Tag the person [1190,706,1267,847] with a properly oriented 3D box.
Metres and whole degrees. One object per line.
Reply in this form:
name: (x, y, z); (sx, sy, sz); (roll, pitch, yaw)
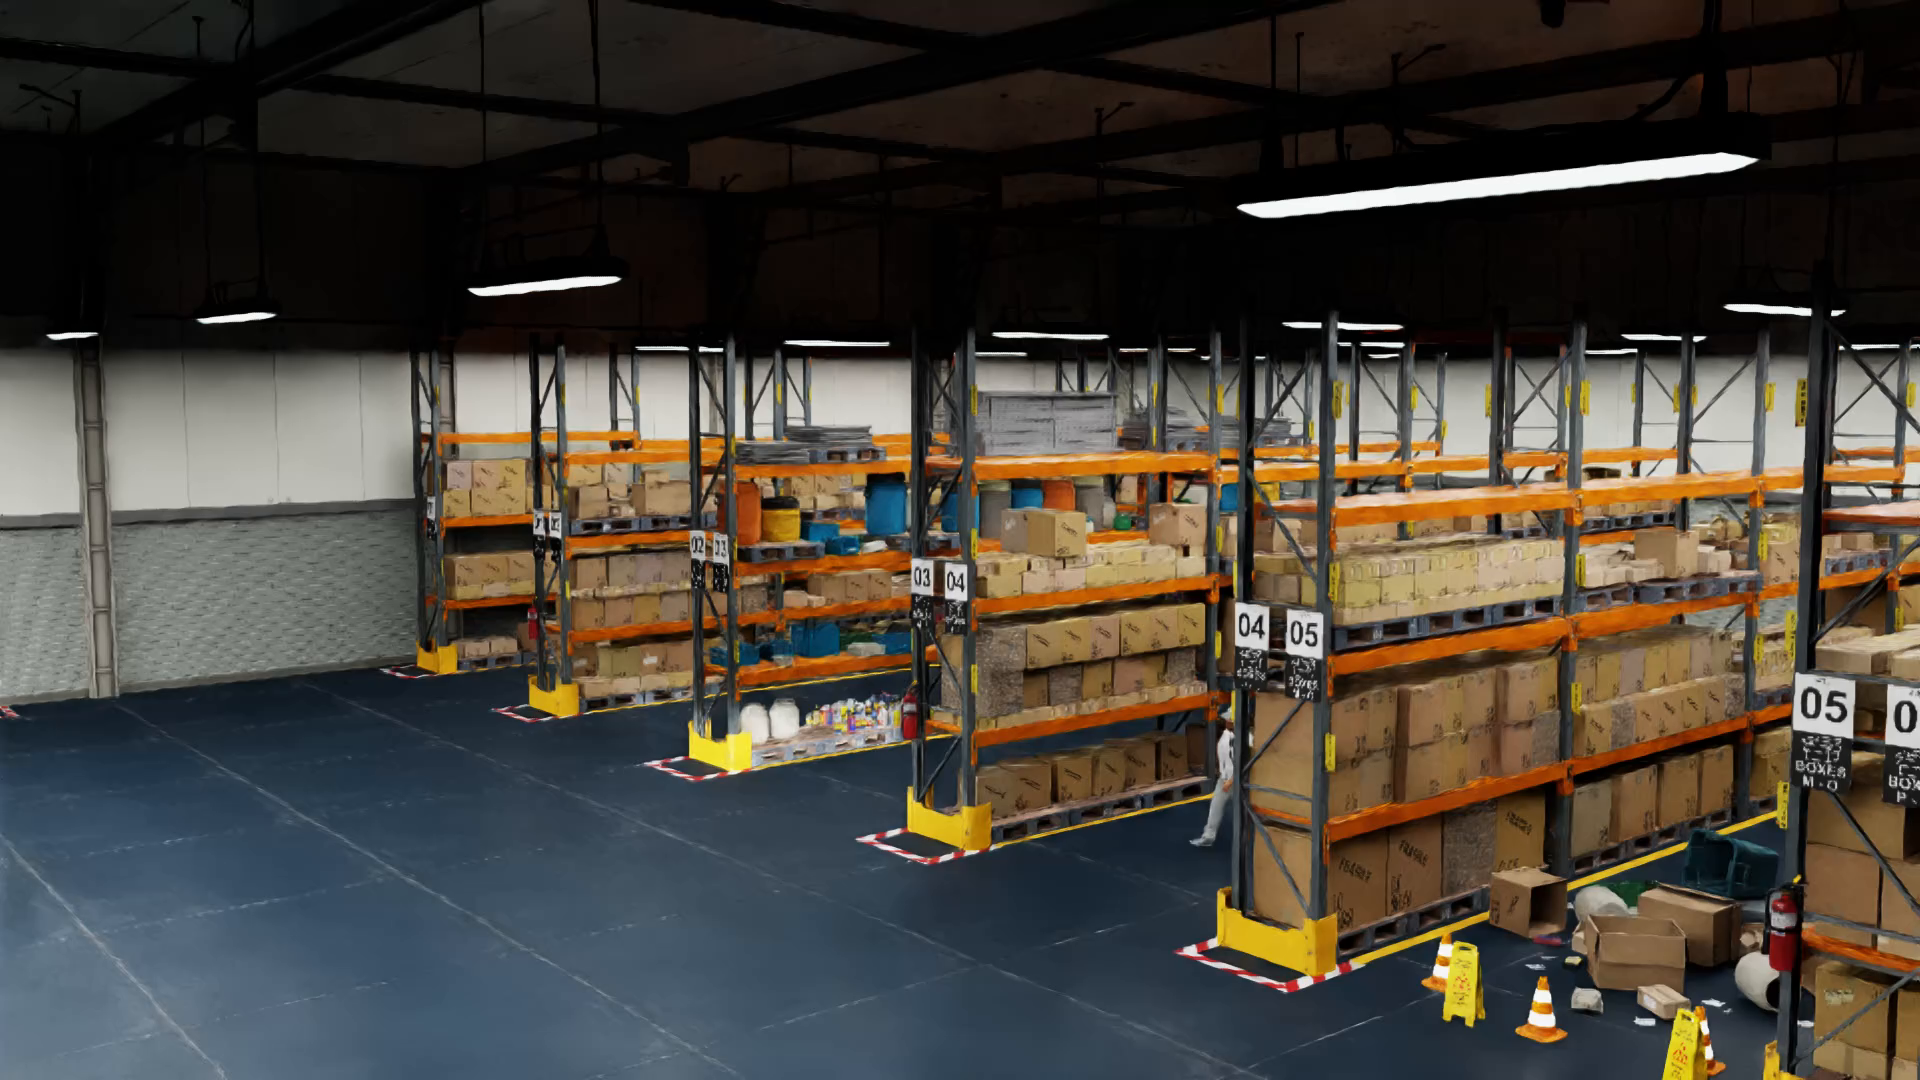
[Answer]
person: (3.074, 2.645, 18.549); (0.986, 1.590, 0.474); (-3, 6, -30)
